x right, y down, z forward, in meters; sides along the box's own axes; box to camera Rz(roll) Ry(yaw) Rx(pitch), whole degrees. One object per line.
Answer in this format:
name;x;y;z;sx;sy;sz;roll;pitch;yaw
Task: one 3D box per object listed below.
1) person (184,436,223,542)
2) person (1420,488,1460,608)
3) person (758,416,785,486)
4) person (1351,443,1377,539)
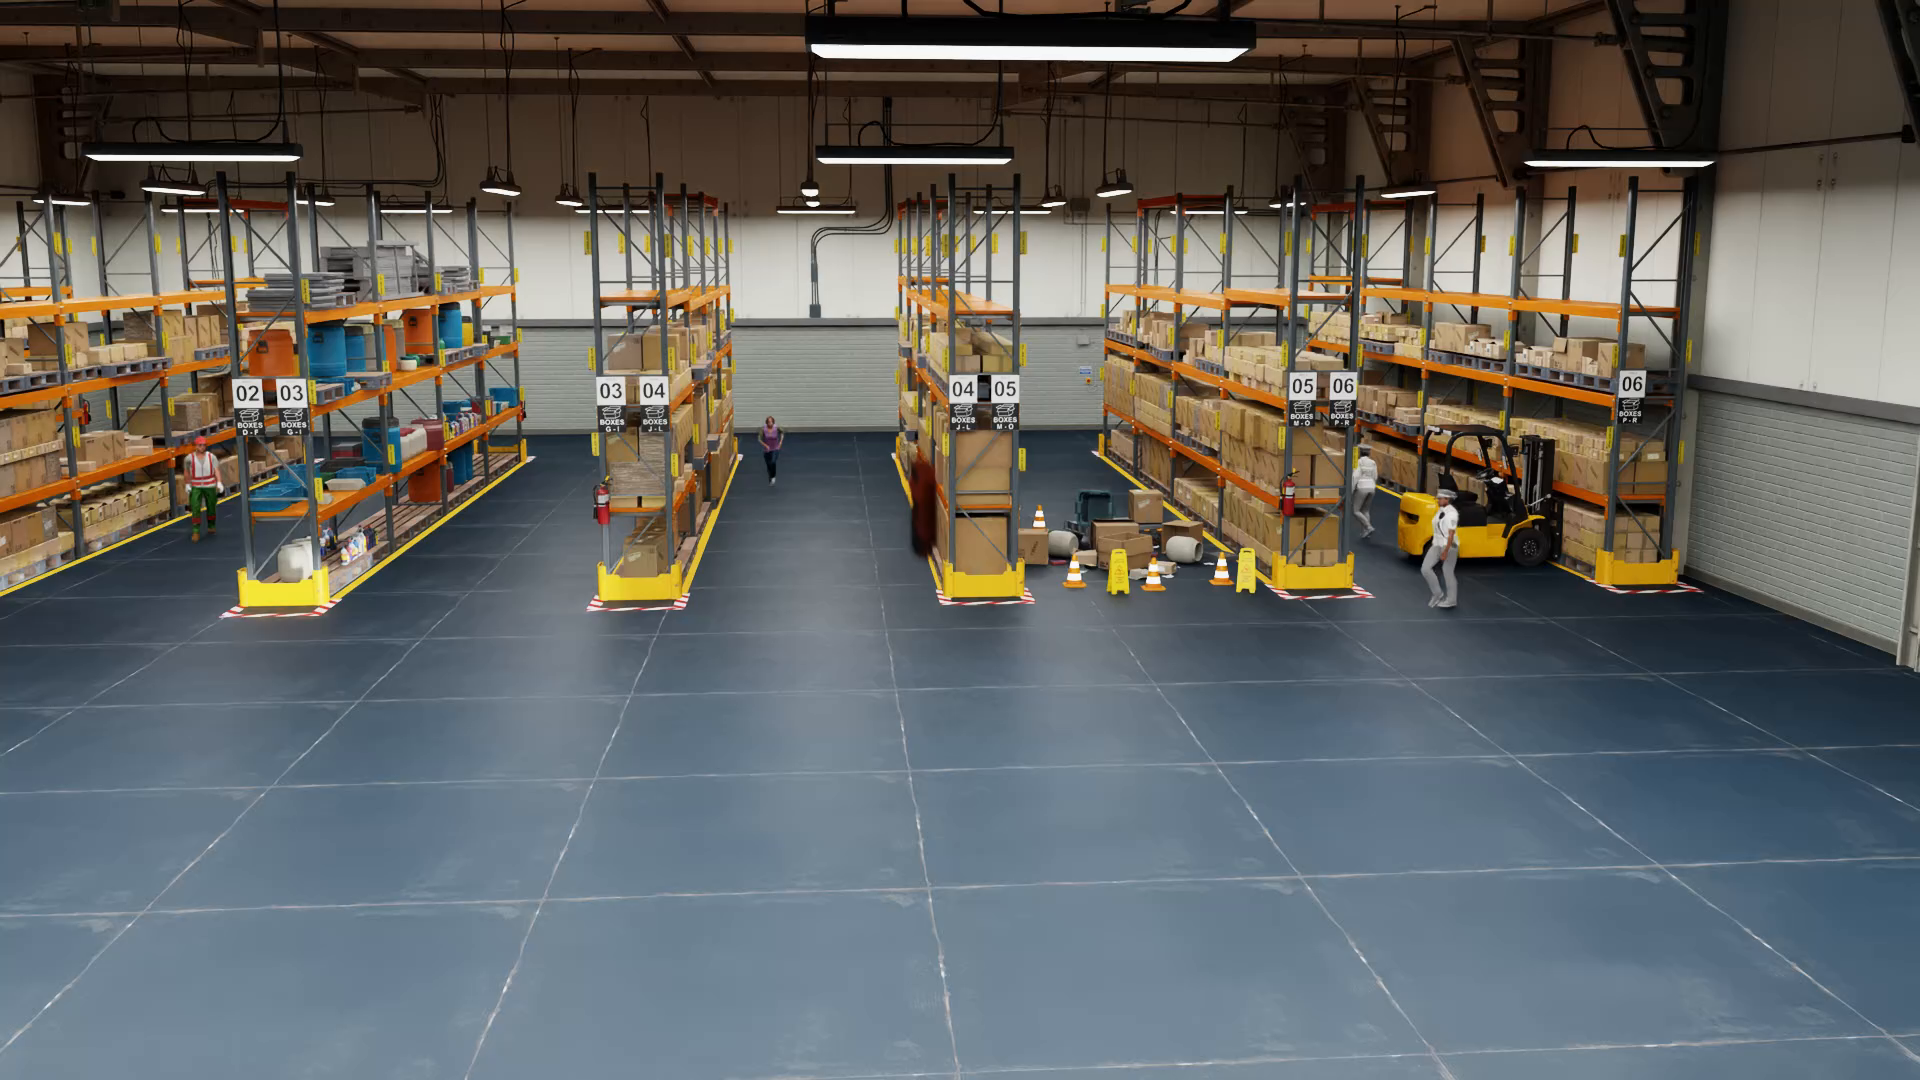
person;-13.063;-0.913;28.708;0.642;1.750;0.969;-3;11;-18
person;6.735;0.133;23.153;0.477;1.719;0.440;-5;11;-25
person;-3.950;-1.829;34.906;0.534;1.406;0.785;0;10;3
person;7.009;-0.828;28.713;0.565;1.636;0.585;-4;11;-23
